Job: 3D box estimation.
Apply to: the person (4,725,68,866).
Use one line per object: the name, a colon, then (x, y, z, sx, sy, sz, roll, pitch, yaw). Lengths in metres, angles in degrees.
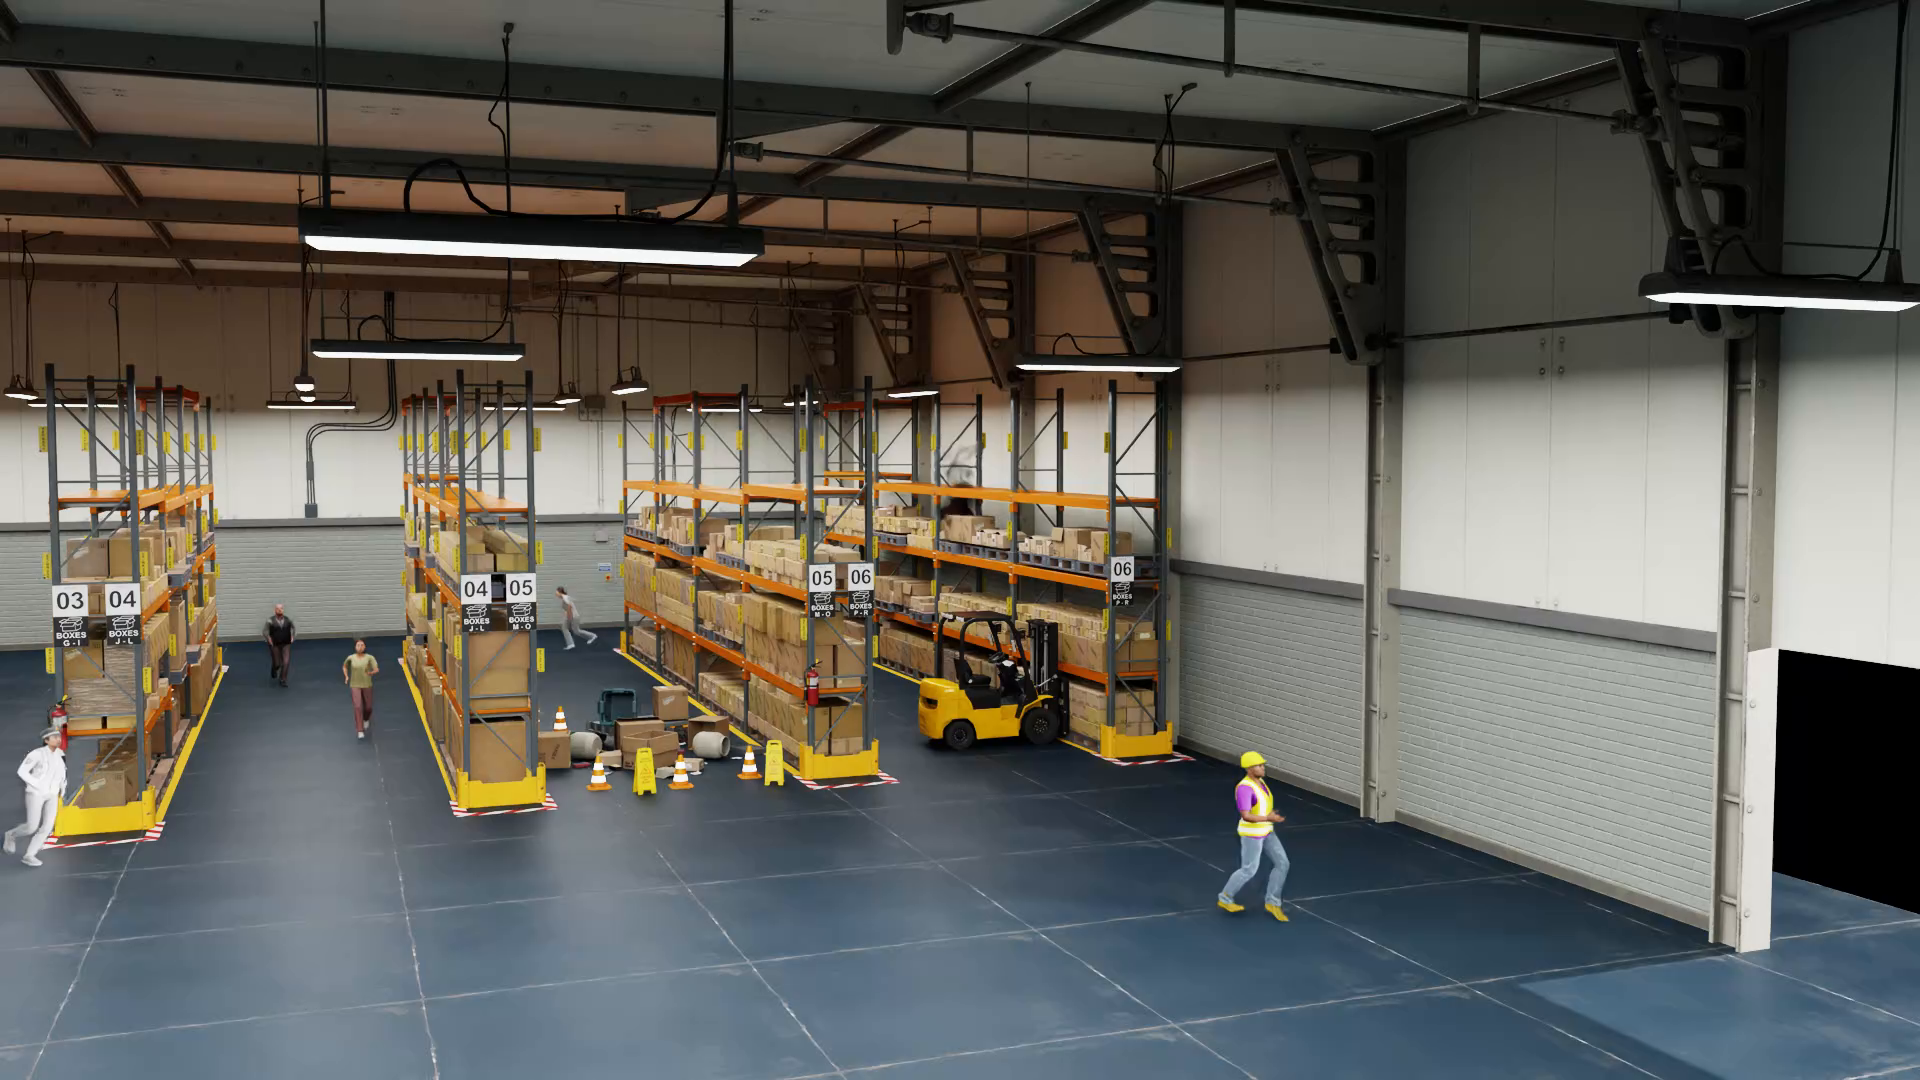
person: (-11.046, 3.035, 19.994, 0.650, 1.617, 0.657, 2, 4, 28)

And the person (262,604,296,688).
person: (-13.983, 2.204, 34.203, 0.661, 1.622, 0.733, -2, 4, -33)

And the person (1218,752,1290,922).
person: (3.110, 3.118, 17.509, 0.757, 1.802, 0.707, 2, 4, 34)

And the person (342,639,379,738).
person: (-10.215, 2.508, 28.364, 0.586, 1.645, 0.914, -1, 4, -21)

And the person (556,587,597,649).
person: (-9.339, 1.903, 40.472, 0.970, 1.559, 0.567, -1, 3, -14)
